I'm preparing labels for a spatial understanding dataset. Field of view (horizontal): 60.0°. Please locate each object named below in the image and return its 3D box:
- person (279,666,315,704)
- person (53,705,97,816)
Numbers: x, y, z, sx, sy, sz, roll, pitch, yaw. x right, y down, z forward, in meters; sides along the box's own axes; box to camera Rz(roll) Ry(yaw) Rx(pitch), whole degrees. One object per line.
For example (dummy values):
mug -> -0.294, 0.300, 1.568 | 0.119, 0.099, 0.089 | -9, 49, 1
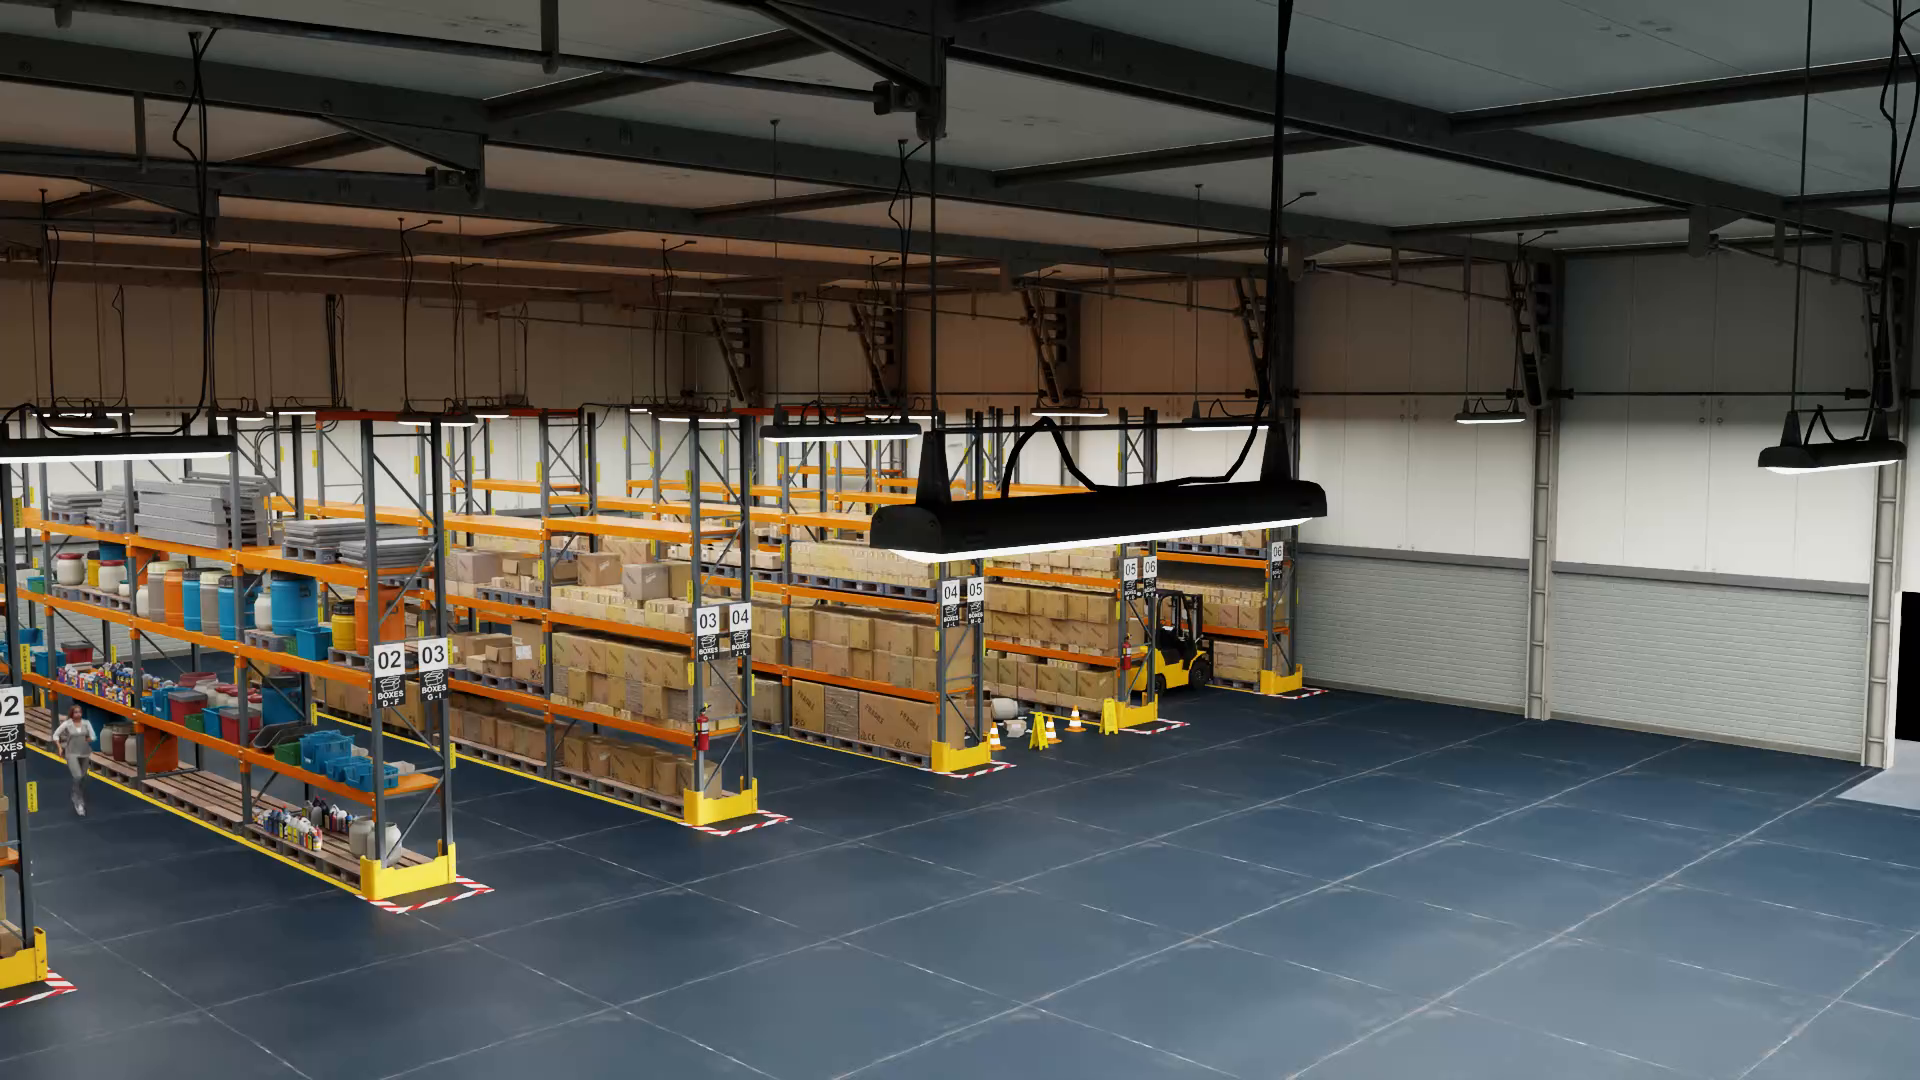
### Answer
person -> -12.111, 2.841, 30.462 | 0.598, 1.622, 0.672 | 4, 7, 41
person -> -13.344, 3.301, 25.133 | 0.733, 1.642, 0.510 | 4, 7, 41
